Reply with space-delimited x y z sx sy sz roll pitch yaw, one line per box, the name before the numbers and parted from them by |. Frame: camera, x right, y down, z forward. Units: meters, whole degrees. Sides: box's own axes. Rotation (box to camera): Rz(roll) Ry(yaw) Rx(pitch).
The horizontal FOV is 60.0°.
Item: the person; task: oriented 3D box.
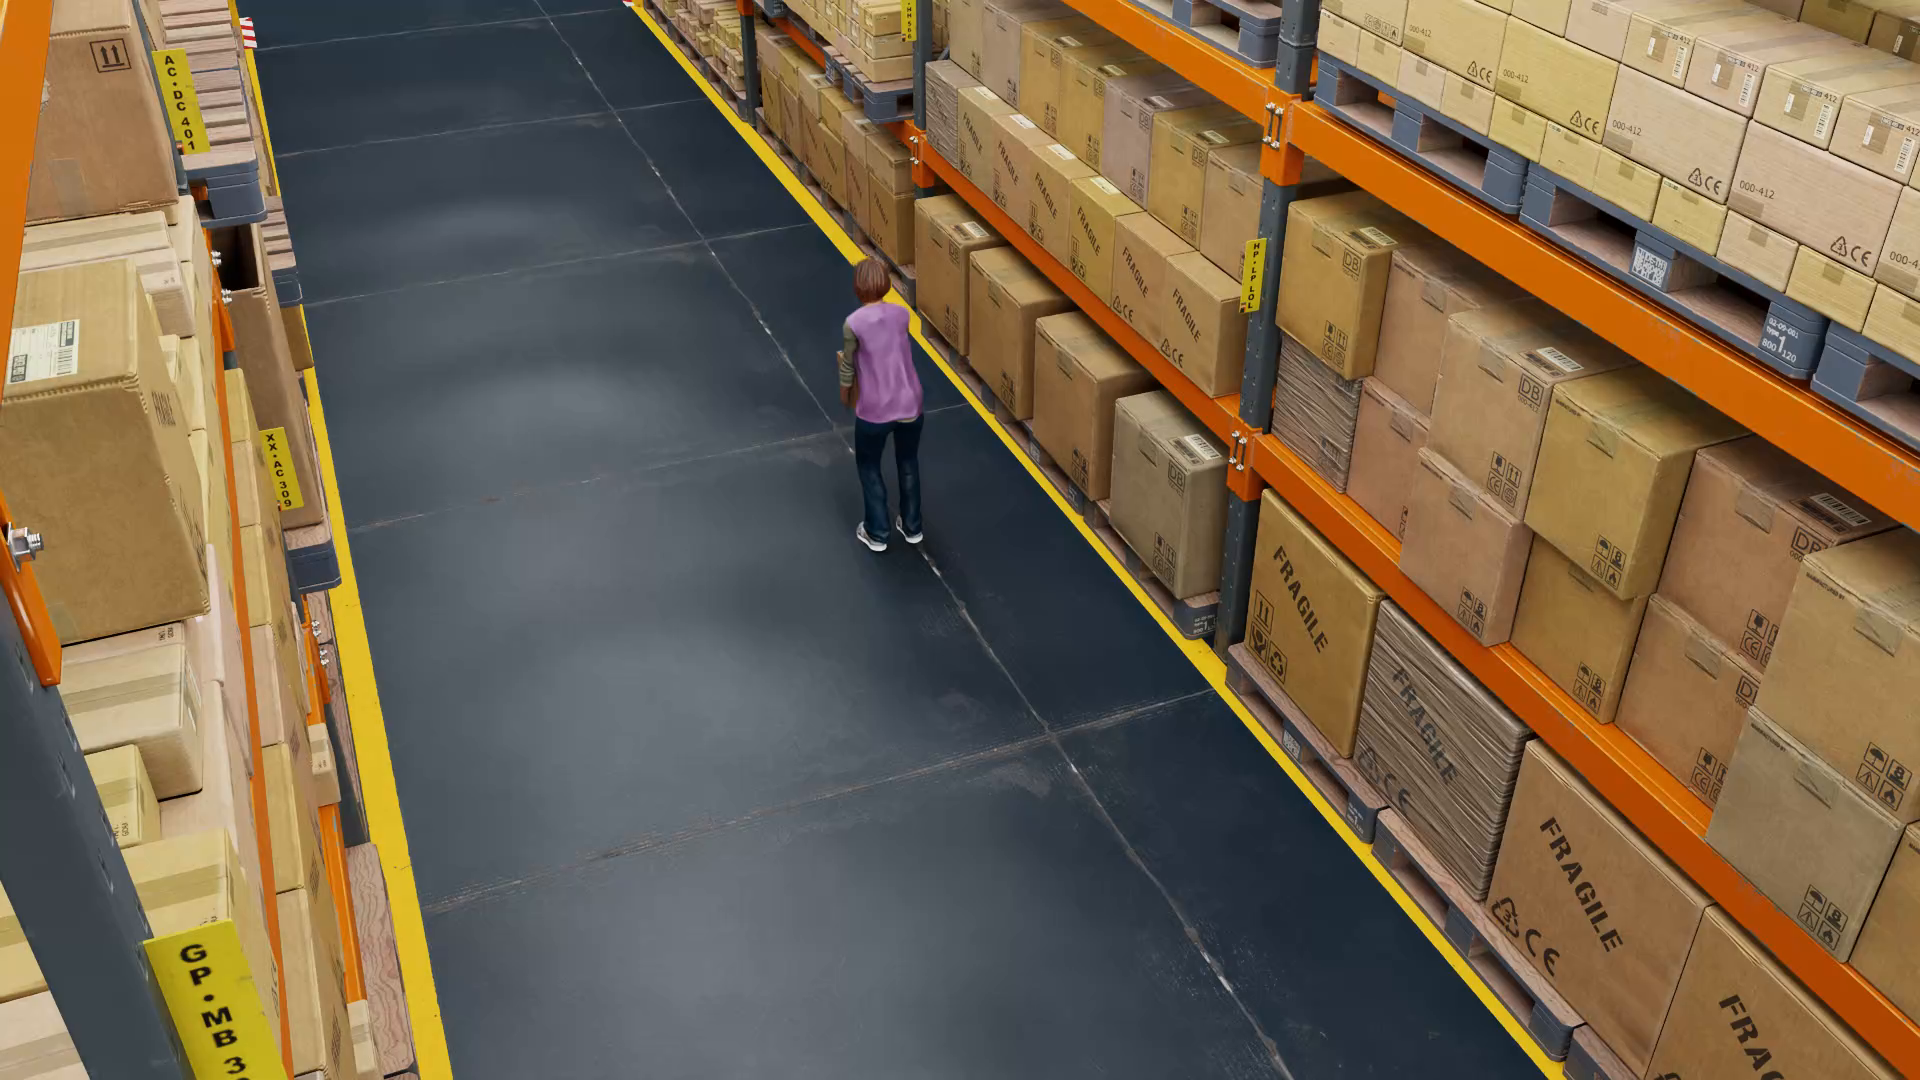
person | -0.405 -0.691 8.596 0.372 1.560 0.532 -14 36 -20
